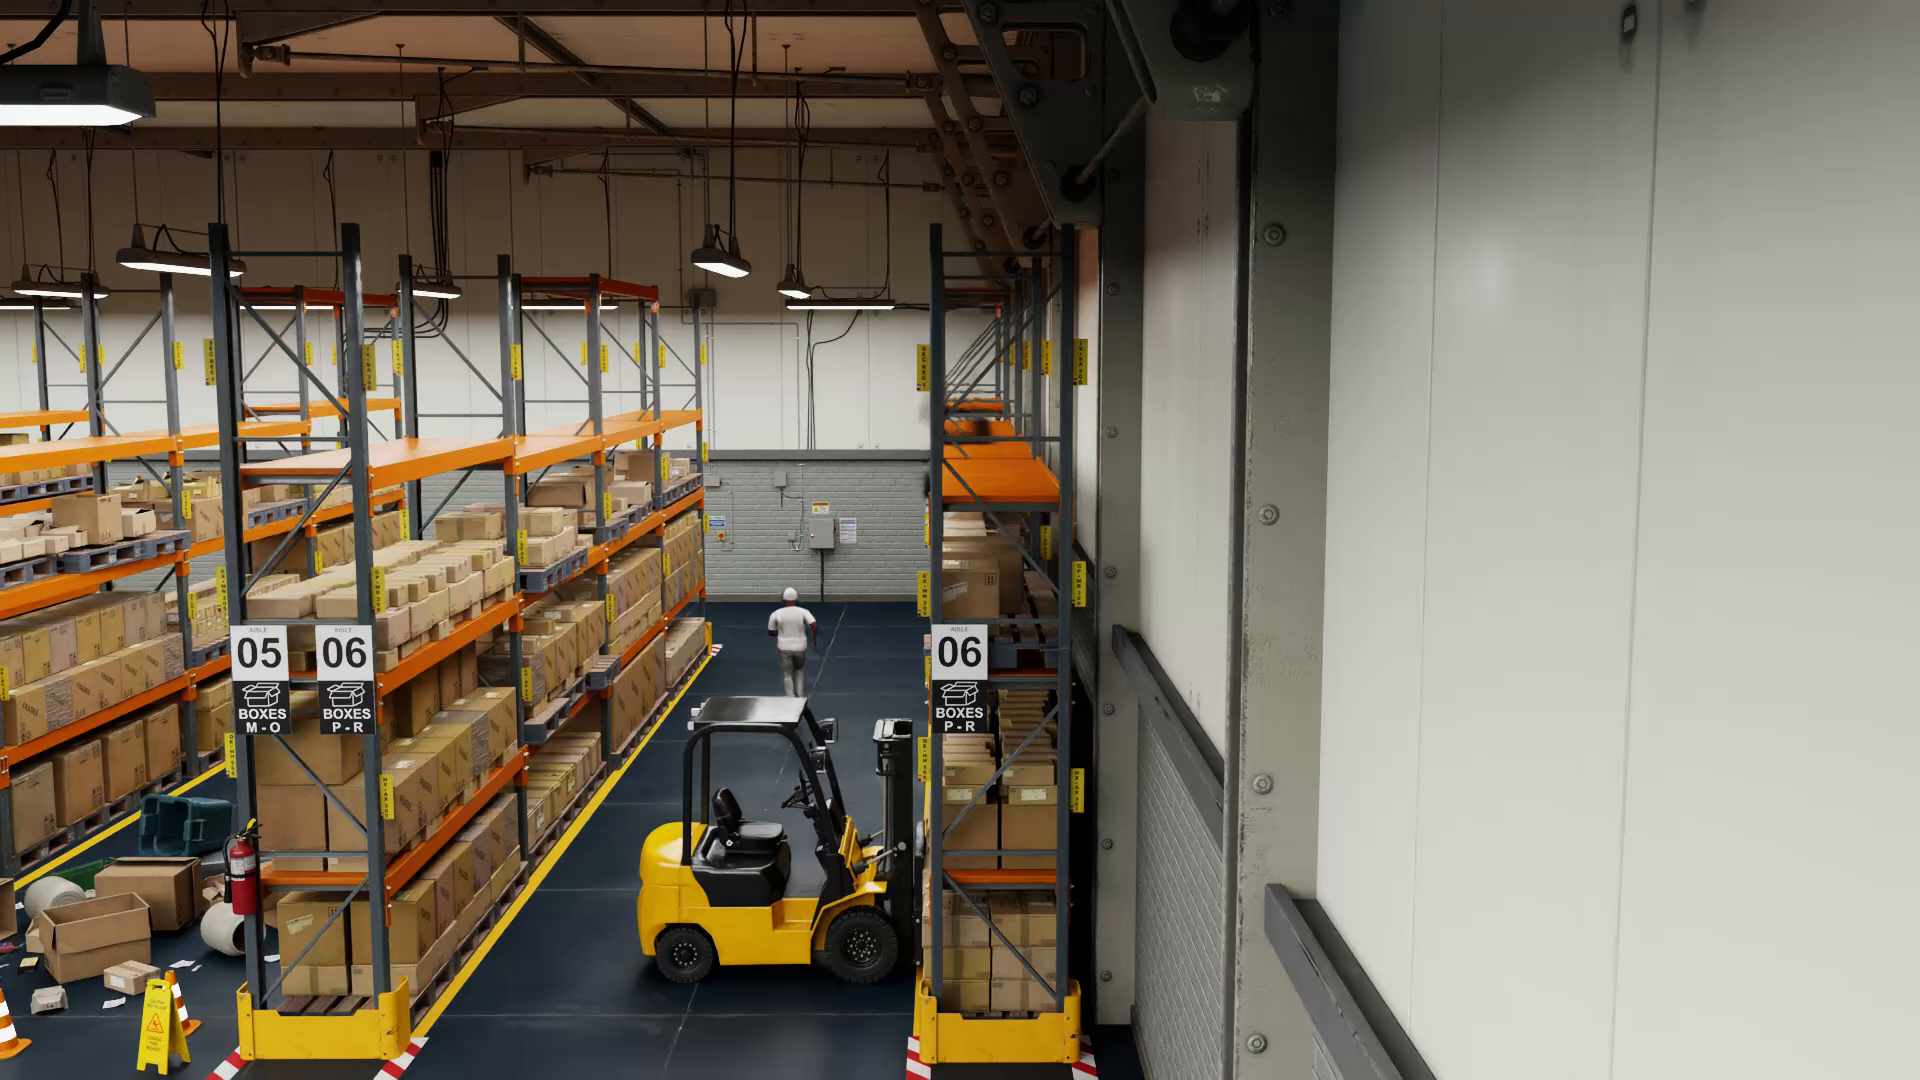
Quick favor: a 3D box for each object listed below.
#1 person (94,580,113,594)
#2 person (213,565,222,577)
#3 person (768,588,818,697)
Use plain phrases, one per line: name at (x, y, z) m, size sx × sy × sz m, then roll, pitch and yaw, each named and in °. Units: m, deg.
person at (-12.821, 1.374, 25.139) m, size 0.654 × 1.749 × 0.801 m, roll -1°, pitch 7°, yaw -7°
person at (-11.695, 1.218, 26.436) m, size 0.608 × 1.683 × 0.924 m, roll -1°, pitch 7°, yaw -5°
person at (-2.365, 1.563, 23.464) m, size 0.675 × 1.803 × 0.733 m, roll -1°, pitch 7°, yaw -12°
